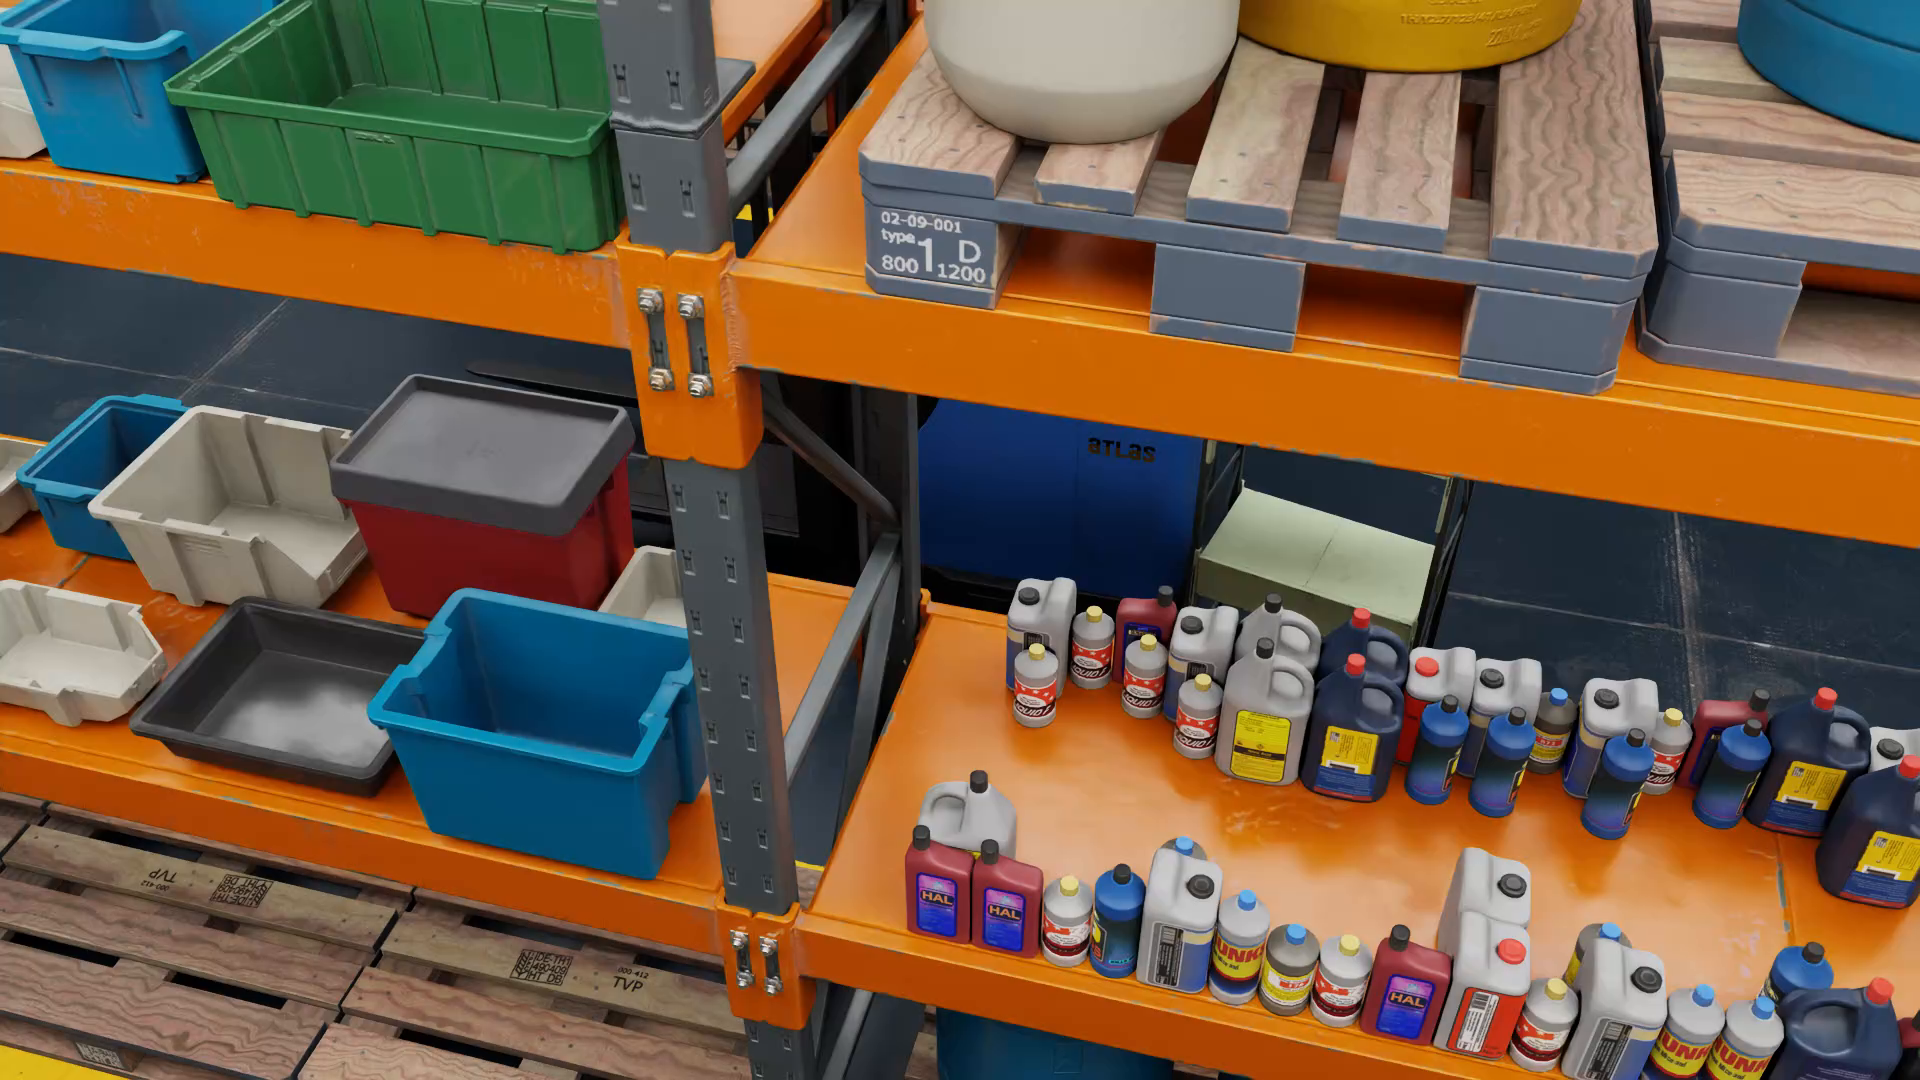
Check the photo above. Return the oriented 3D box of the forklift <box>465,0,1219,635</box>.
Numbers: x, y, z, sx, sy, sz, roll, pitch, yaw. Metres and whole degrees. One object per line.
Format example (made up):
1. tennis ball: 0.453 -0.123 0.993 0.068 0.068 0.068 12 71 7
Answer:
1. forklift: -0.609 -1.225 5.430 3.031 2.935 1.130 10 41 11

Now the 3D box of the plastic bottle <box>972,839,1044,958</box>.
1. plastic bottle: 0.091 0.686 3.192 0.133 0.283 0.061 10 41 11

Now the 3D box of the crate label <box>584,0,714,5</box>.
1. crate label: -0.680 -1.015 2.999 0.466 0.136 0.293 10 41 11

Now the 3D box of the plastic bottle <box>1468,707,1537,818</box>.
1. plastic bottle: 1.138 0.455 3.476 0.097 0.271 0.097 0 40 0

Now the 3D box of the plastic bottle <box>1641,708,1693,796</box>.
1. plastic bottle: 1.496 0.442 3.546 0.097 0.201 0.097 0 40 0

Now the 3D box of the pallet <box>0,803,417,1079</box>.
1. pallet: -2.184 1.061 4.822 1.213 0.211 1.003 10 41 11

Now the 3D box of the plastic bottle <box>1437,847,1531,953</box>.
1. plastic bottle: 1.001 0.714 3.164 0.135 0.276 0.152 10 41 11

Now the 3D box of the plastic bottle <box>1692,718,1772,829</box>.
1. plastic bottle: 1.609 0.475 3.452 0.097 0.271 0.097 0 40 0

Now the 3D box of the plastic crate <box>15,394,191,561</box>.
1. plastic crate: -2.096 -0.149 4.178 0.300 0.233 0.416 10 41 11

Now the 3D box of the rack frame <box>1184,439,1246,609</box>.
1. rack frame: 0.835 -0.196 5.317 0.023 1.500 0.400 19 44 21

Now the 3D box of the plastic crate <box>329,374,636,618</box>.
1. plastic crate: -1.079 -0.059 3.891 0.583 0.464 0.402 10 41 11

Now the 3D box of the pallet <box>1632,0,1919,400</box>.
1. pallet: 1.597 -0.527 2.359 1.213 0.211 1.003 10 41 11

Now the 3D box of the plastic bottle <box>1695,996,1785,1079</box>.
1. plastic bottle: 1.384 0.901 2.945 0.097 0.271 0.097 0 40 0

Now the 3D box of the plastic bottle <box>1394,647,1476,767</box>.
1. plastic bottle: 1.023 0.350 3.597 0.135 0.276 0.152 10 41 11

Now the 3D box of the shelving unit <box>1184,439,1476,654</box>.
1. shelving unit: 1.158 -0.085 5.186 0.755 1.500 0.431 19 44 21

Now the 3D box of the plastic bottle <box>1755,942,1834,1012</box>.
1. plastic bottle: 1.516 0.828 3.032 0.097 0.271 0.097 0 40 0

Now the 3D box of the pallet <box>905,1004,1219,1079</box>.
1. pallet: 0.453 1.515 4.282 1.213 0.211 1.003 10 41 11

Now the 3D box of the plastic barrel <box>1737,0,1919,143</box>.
1. plastic barrel: 1.406 -1.020 2.083 0.708 0.901 0.600 10 41 11

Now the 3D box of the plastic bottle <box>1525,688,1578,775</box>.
1. plastic bottle: 1.272 0.403 3.592 0.097 0.201 0.097 0 40 0

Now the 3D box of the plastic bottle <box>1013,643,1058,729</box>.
1. plastic bottle: 0.168 0.314 3.698 0.097 0.201 0.097 0 40 0

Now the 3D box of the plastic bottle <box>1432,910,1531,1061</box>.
1. plastic bottle: 0.961 0.808 3.052 0.135 0.276 0.152 10 41 11

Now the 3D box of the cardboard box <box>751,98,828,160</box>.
1. cardboard box: -0.488 -2.440 8.149 0.875 0.875 0.875 10 41 11

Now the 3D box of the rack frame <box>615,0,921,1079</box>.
1. rack frame: -0.282 0.293 3.569 0.127 3.000 1.000 10 41 11

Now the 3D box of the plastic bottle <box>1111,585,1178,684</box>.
1. plastic bottle: 0.418 0.213 3.755 0.133 0.283 0.061 10 41 11

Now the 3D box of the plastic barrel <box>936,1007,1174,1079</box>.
1. plastic barrel: 0.239 1.037 3.988 0.708 0.901 0.600 10 41 11

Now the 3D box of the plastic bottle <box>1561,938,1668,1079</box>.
1. plastic bottle: 1.185 0.847 3.006 0.135 0.276 0.152 10 41 11

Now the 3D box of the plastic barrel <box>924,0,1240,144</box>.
1. plastic barrel: 0.162 -0.825 2.136 0.433 0.535 0.433 0 40 0

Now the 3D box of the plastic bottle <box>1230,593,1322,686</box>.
1. plastic bottle: 0.691 0.262 3.645 0.185 0.351 0.144 10 41 11

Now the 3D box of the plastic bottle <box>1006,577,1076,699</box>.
1. plastic bottle: 0.182 0.205 3.770 0.135 0.276 0.152 10 41 11

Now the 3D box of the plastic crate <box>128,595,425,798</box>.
1. plastic crate: -1.433 0.356 3.661 0.590 0.125 0.437 10 41 11

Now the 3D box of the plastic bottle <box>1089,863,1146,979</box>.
1. plastic bottle: 0.301 0.715 3.167 0.097 0.271 0.097 0 40 0

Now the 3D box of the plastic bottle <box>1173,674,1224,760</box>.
1. plastic bottle: 0.521 0.375 3.625 0.097 0.201 0.097 0 40 0

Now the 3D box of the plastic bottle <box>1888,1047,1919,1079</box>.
1. plastic bottle: 1.670 0.958 2.868 0.133 0.283 0.061 10 41 11

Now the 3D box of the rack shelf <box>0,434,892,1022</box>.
1. rack shelf: -2.214 0.236 4.196 4.000 0.370 1.077 10 41 11

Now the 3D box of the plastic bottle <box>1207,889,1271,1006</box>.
1. plastic bottle: 0.525 0.753 3.121 0.097 0.271 0.097 0 40 0

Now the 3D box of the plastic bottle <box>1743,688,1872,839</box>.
1. plastic bottle: 1.755 0.445 3.427 0.185 0.351 0.144 10 41 11

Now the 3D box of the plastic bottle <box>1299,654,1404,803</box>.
1. plastic bottle: 0.832 0.382 3.501 0.185 0.351 0.144 10 41 11

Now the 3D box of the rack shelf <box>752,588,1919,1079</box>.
1. rack shelf: 1.650 0.901 3.404 4.000 0.370 1.077 10 41 11

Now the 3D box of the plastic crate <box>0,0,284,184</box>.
1. plastic crate: -1.244 -0.744 2.602 0.300 0.233 0.416 10 41 11

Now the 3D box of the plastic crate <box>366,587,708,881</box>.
1. plastic crate: -0.821 0.411 3.395 0.575 0.384 0.392 10 41 11

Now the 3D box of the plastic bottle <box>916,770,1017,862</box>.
1. plastic bottle: 0.014 0.579 3.267 0.185 0.351 0.144 10 41 11

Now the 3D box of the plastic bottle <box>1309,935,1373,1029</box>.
1. plastic bottle: 0.713 0.812 3.105 0.097 0.201 0.097 0 40 0

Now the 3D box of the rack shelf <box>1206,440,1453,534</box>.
1. rack shelf: 1.158 -0.384 4.935 0.720 0.370 0.431 19 44 21
